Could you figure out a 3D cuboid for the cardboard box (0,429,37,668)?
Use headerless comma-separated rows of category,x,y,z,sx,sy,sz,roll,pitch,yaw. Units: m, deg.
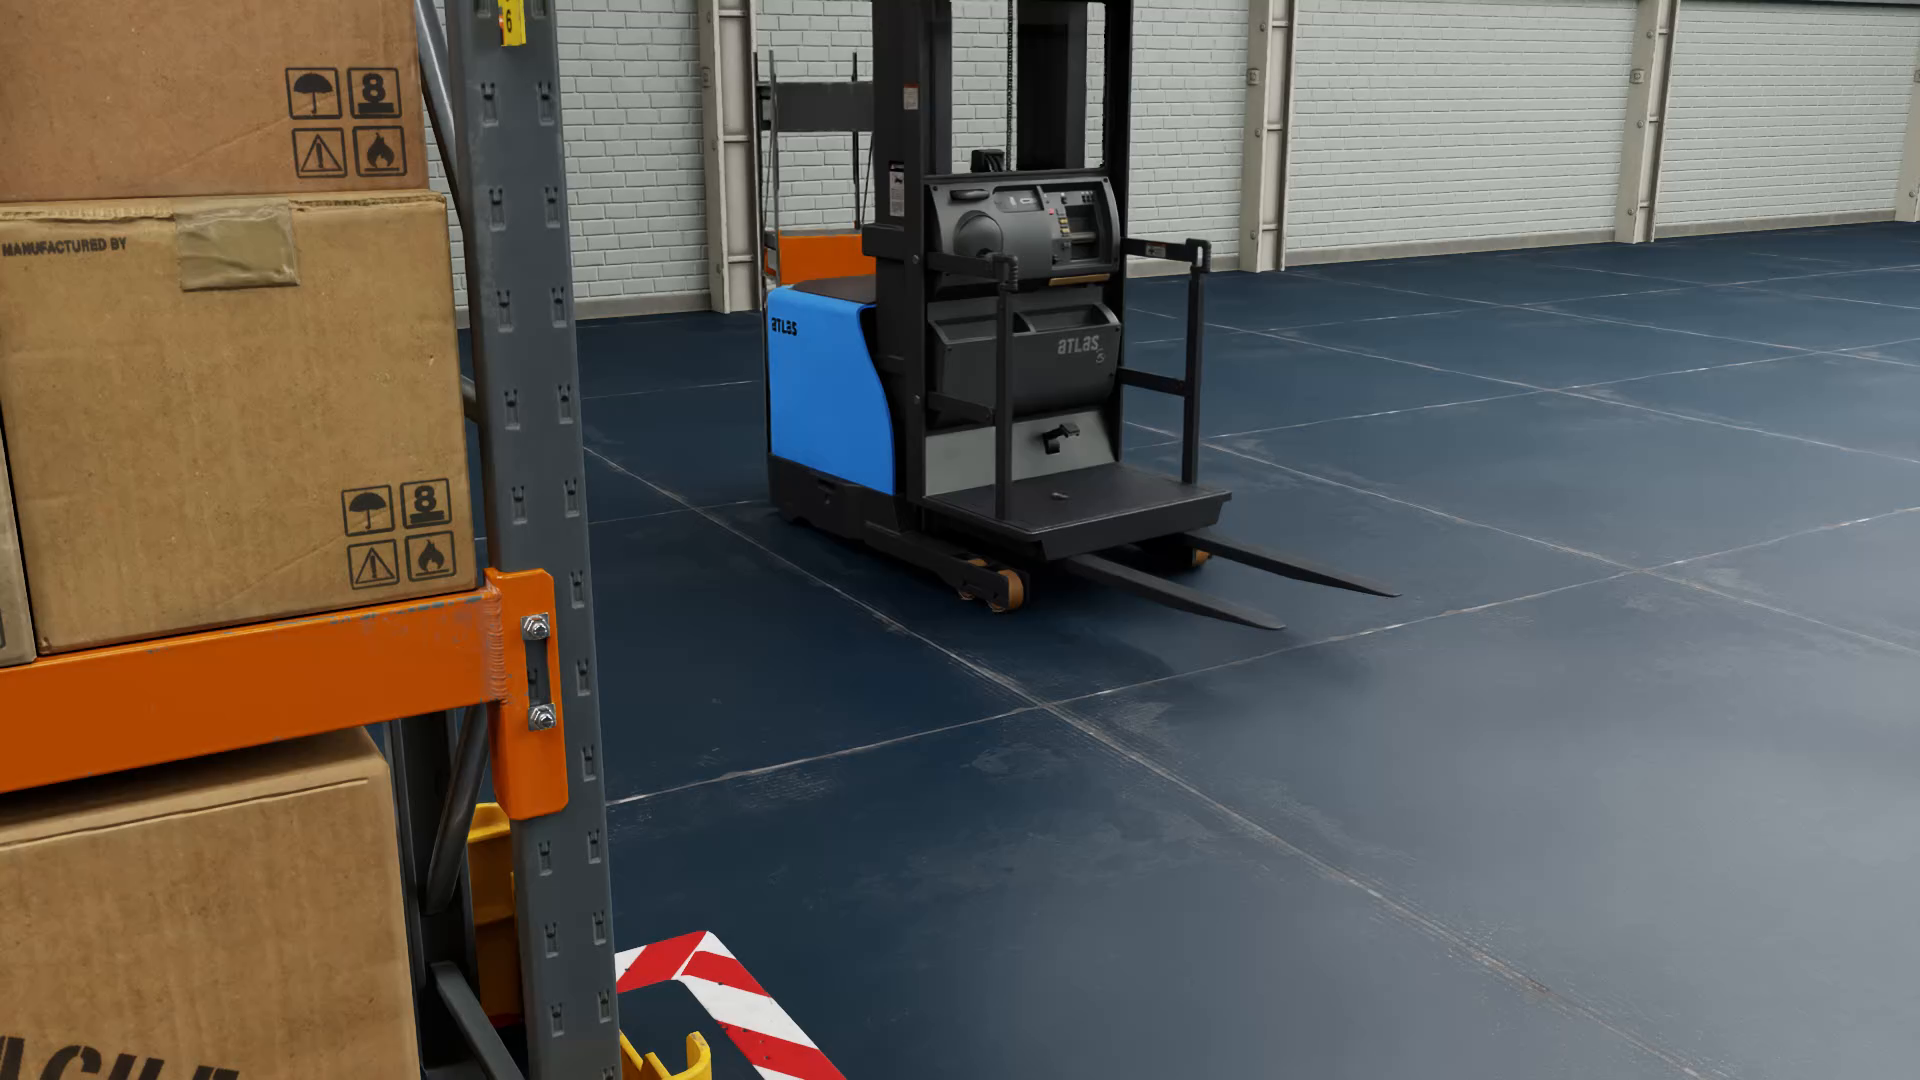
cardboard box,-1.596,-0.174,2.196,0.550,0.550,0.875,-9,18,-30

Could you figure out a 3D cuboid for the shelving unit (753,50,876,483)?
shelving unit,-0.682,-1.283,8.086,0.503,2.100,0.431,-5,16,-18

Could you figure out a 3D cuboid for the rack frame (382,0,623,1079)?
rack frame,-0.841,-0.246,2.729,0.127,3.000,1.000,-9,18,-30

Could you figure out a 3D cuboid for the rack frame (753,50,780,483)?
rack frame,-0.914,-1.262,8.012,0.015,2.100,0.400,-5,16,-18

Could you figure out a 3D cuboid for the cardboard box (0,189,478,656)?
cardboard box,-1.135,-0.256,2.487,0.550,0.550,0.875,-9,18,-30

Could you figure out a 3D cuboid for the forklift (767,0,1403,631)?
forklift,0.400,-1.281,6.548,1.130,2.935,3.031,-11,19,-35

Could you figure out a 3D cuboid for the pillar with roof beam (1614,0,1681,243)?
pillar with roof beam,10.549,-7.031,15.821,0.400,9.000,9.100,-9,18,-30

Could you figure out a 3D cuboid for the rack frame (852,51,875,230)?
rack frame,-0.451,-1.303,8.161,0.015,2.100,0.400,-5,16,-18

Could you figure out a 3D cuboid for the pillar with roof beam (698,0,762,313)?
pillar with roof beam,0.263,-5.363,9.870,0.400,9.000,9.100,-9,18,-30

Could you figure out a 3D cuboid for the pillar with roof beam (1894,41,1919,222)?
pillar with roof beam,15.693,-7.865,18.796,0.400,9.000,9.100,-9,18,-30

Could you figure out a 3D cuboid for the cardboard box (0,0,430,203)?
cardboard box,-1.179,-0.795,2.411,0.550,0.550,0.875,-9,18,-30

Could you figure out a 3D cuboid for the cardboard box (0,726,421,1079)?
cardboard box,-1.388,0.685,2.568,0.875,0.875,0.875,-9,18,-29

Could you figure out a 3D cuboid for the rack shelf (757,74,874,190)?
rack shelf,-0.684,-1.945,7.907,0.480,0.518,0.431,-5,16,-18

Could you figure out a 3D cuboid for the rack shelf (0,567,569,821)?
rack shelf,-2.555,0.379,1.834,4.000,0.370,1.077,-9,18,-30

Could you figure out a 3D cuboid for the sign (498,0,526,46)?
sign,-0.573,-0.790,2.086,0.005,0.325,0.100,-9,18,-30

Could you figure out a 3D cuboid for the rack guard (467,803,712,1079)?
rack guard,-0.820,0.955,3.078,0.348,0.500,1.175,-9,18,-30

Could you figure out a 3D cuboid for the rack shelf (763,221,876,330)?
rack shelf,-0.682,-1.269,8.090,0.480,0.518,0.431,-5,16,-18

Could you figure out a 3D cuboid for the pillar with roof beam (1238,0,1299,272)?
pillar with roof beam,5.406,-6.197,12.846,0.400,9.000,9.100,-9,18,-30

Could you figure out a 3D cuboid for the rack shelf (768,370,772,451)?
rack shelf,-0.680,-0.594,8.273,0.480,0.518,0.431,-5,16,-18
